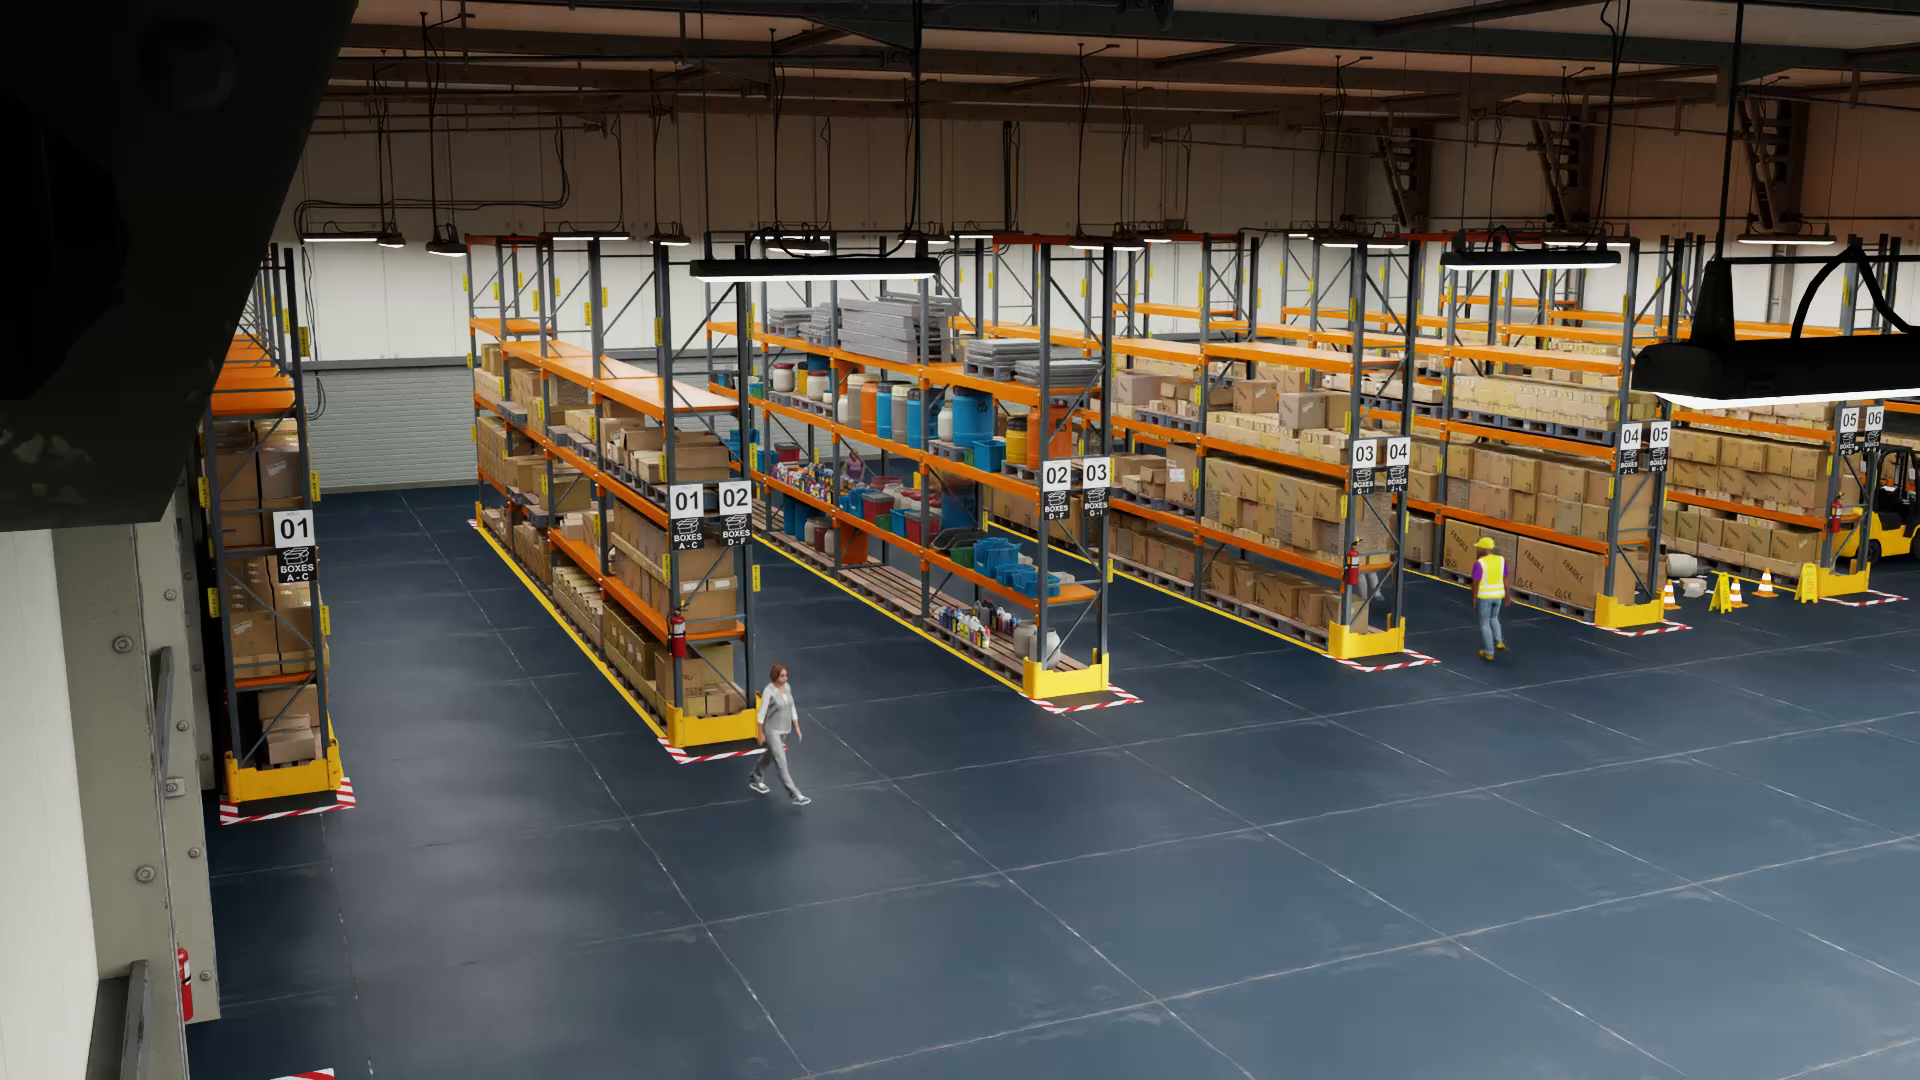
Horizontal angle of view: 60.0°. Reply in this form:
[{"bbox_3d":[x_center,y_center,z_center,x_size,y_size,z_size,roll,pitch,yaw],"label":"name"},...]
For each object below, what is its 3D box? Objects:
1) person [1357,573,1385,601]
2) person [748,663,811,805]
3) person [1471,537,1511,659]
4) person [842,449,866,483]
[{"bbox_3d":[6.703,0.216,27.402,0.597,1.767,0.518,-4,12,-20],"label":"person"},{"bbox_3d":[-1.954,2.093,18.171,1.003,1.536,0.426,6,13,29],"label":"person"},{"bbox_3d":[7.700,0.834,24.169,0.621,1.751,0.476,-2,11,-11],"label":"person"},{"bbox_3d":[-2.254,-1.215,35.328,0.559,1.510,0.791,-3,11,-14],"label":"person"}]
